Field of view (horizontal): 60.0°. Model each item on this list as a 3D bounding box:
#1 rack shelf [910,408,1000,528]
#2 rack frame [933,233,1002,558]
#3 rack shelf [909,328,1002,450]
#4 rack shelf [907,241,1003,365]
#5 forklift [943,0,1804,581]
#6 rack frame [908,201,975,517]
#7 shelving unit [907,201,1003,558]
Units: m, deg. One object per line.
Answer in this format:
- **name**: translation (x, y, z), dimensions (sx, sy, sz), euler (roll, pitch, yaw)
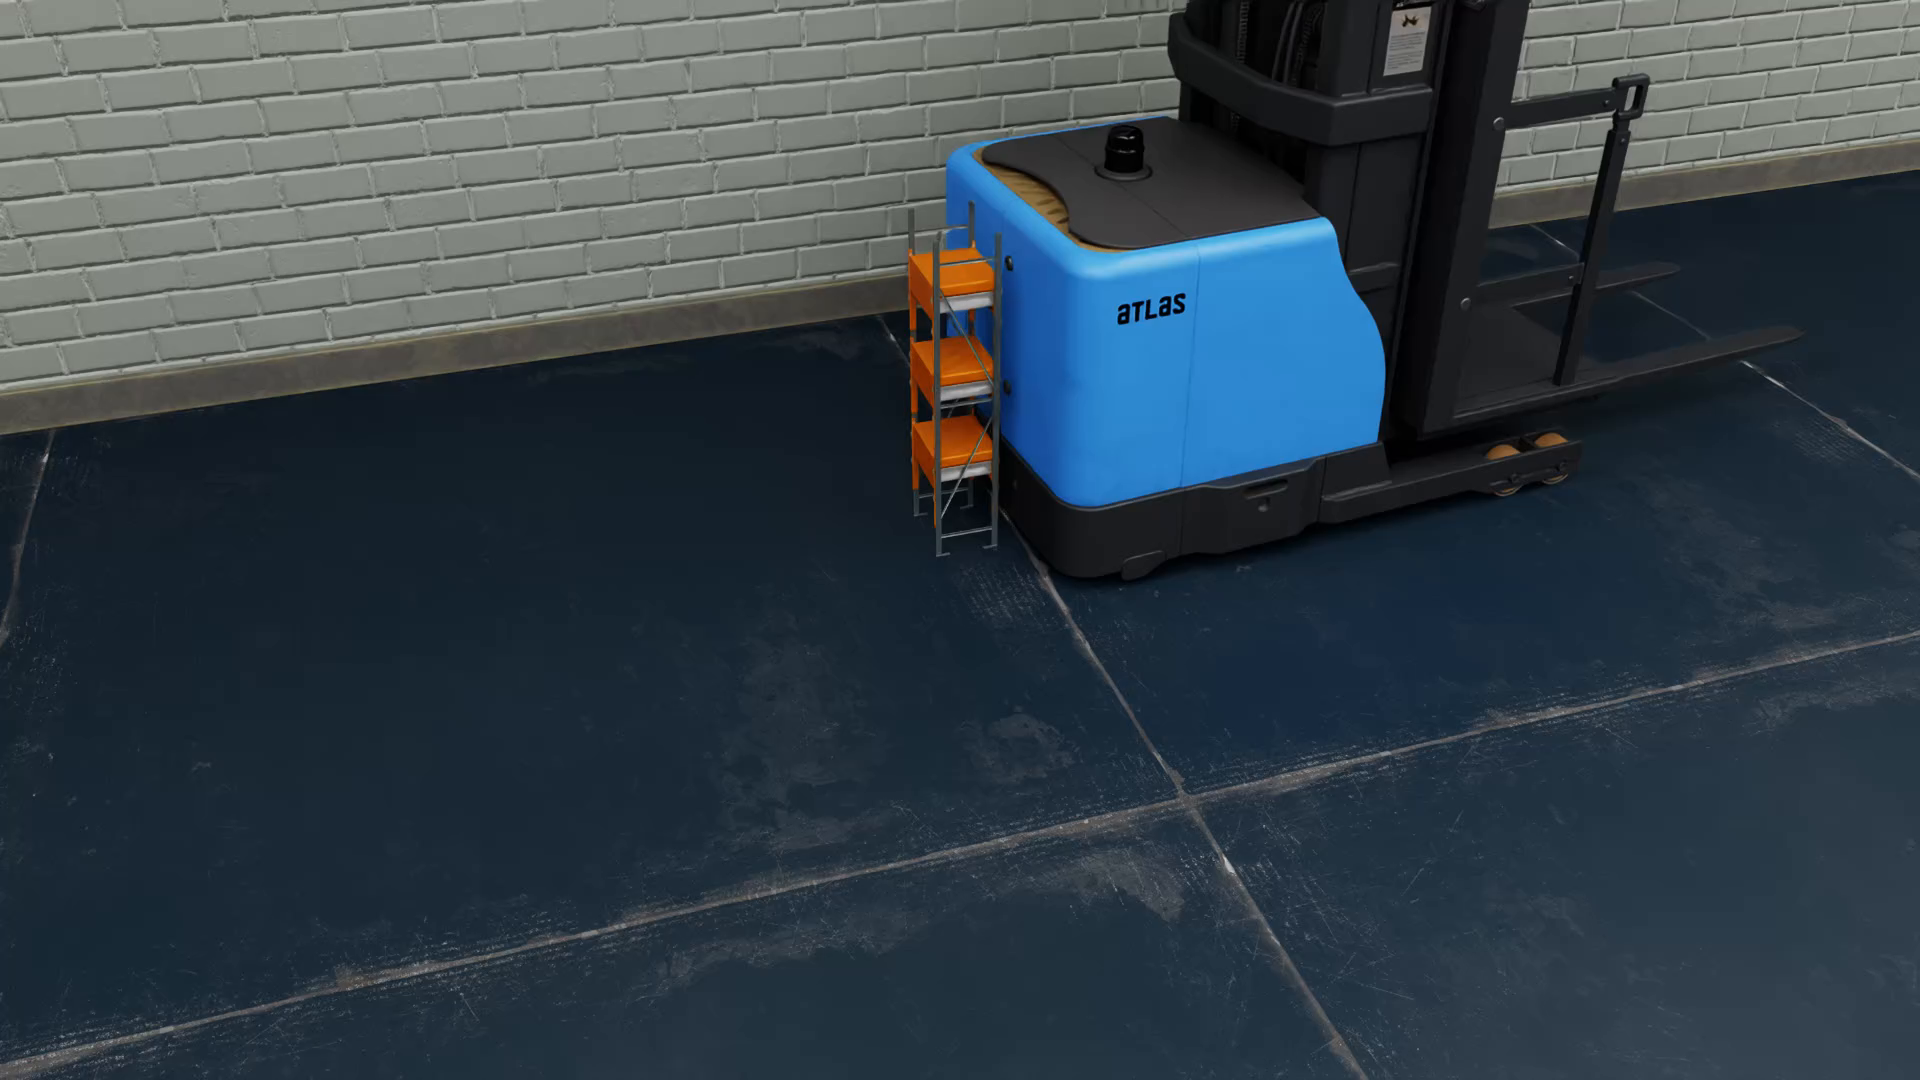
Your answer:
- **rack shelf**: translation (-0.016, -0.225, 5.162), dimensions (0.215, 0.259, 0.240), euler (-10, 35, -15)
- **rack frame**: translation (0.021, -0.402, 4.906), dimensions (0.200, 1.050, 0.008), euler (-10, 35, -15)
- **rack shelf**: translation (-0.016, -0.457, 5.009), dimensions (0.215, 0.259, 0.240), euler (-10, 35, -15)
- **rack shelf**: translation (-0.016, -0.694, 4.852), dimensions (0.215, 0.259, 0.240), euler (-10, 35, -15)
- **forklift**: translation (1.508, -1.622, 5.046), dimensions (3.031, 2.935, 1.130), euler (-13, 36, -19)
- **rack frame**: translation (-0.054, -0.530, 5.100), dimensions (0.200, 1.050, 0.008), euler (-10, 35, -15)
- **shelving unit**: translation (-0.016, -0.466, 5.003), dimensions (0.215, 1.050, 0.252), euler (-10, 35, -15)
